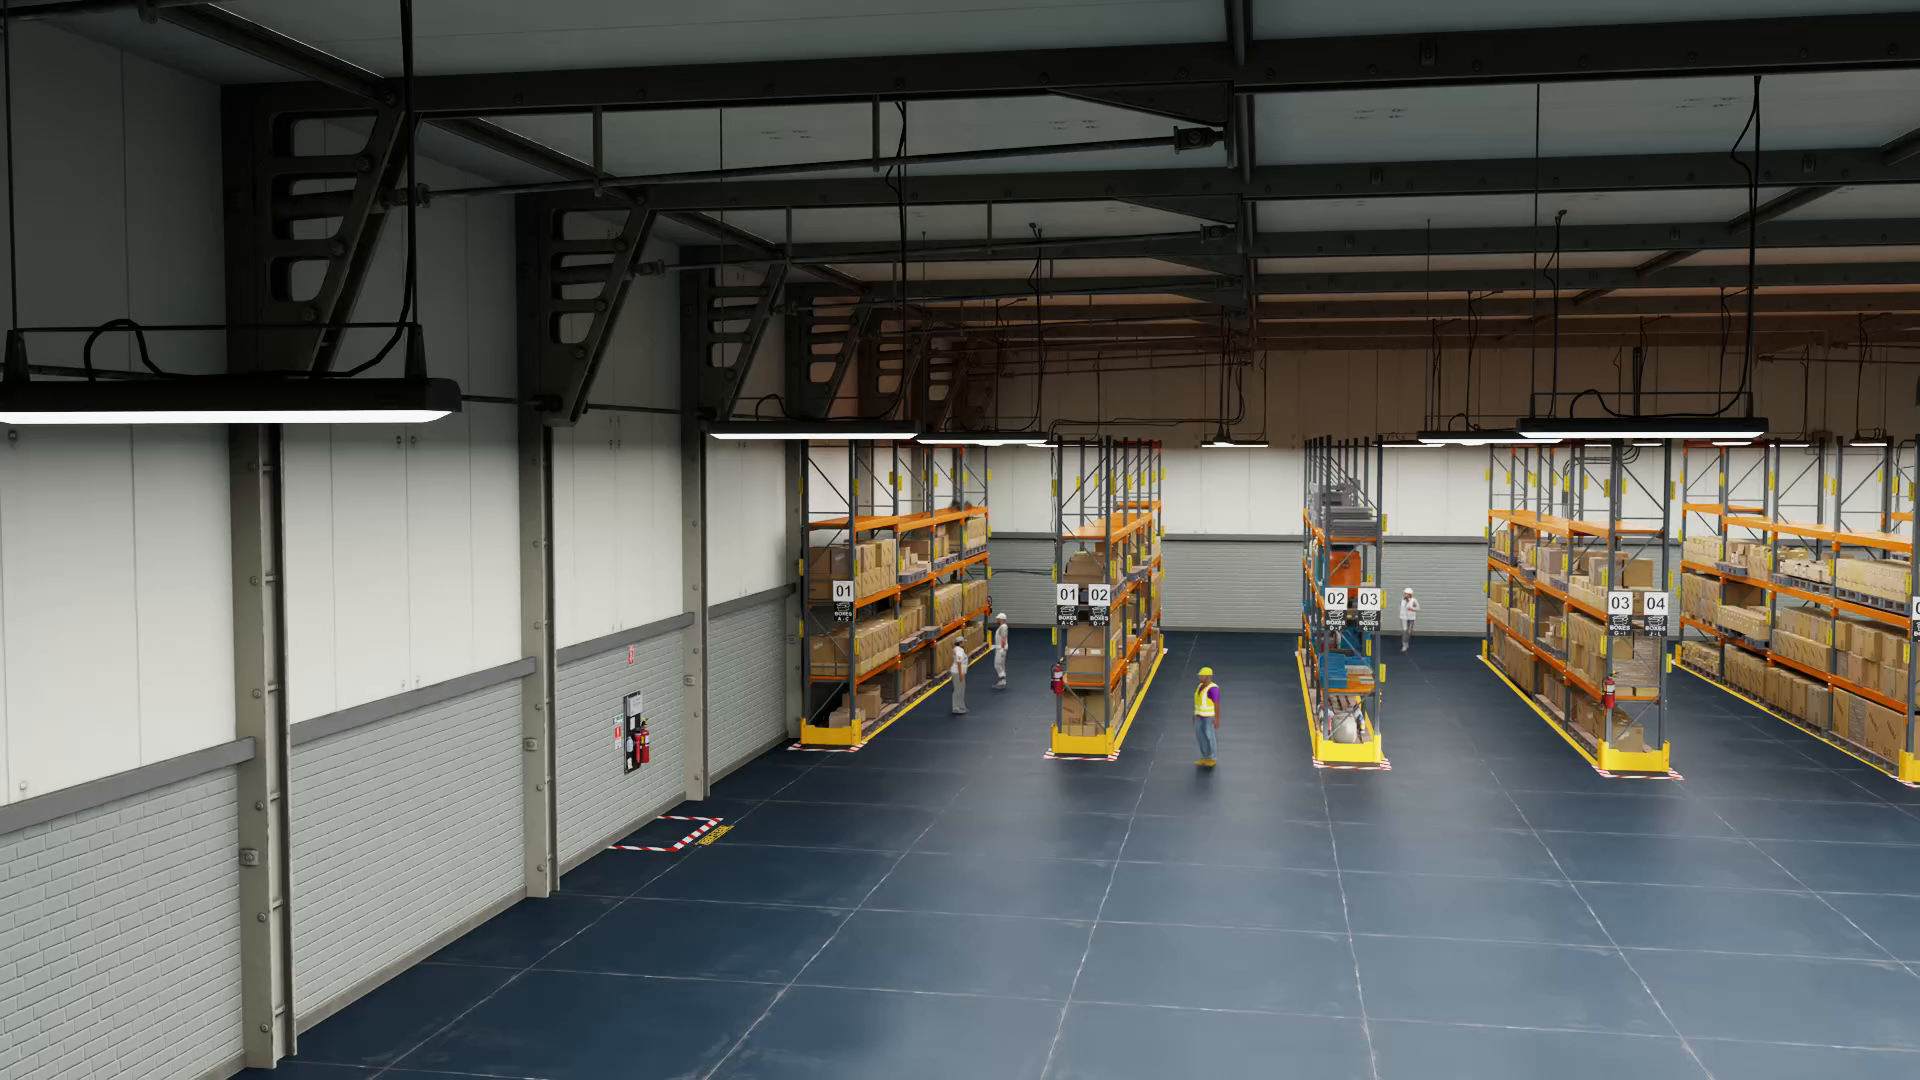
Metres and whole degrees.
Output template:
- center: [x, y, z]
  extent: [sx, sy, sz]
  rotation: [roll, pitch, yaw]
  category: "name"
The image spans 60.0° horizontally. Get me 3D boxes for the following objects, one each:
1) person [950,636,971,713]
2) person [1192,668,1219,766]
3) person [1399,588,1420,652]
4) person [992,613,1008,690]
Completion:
- center: [0.020, 2.949, 36.269]
  extent: [0.476, 1.694, 0.539]
  rotation: [0, 3, -4]
  category: "person"
- center: [4.456, 3.208, 30.137]
  extent: [0.355, 1.796, 0.666]
  rotation: [-2, 4, -31]
  category: "person"
- center: [12.838, 2.258, 47.520]
  extent: [0.536, 1.762, 0.919]
  rotation: [0, 3, 5]
  category: "person"
- center: [0.962, 2.671, 39.963]
  extent: [0.383, 1.820, 0.603]
  rotation: [0, 3, 3]
  category: "person"
